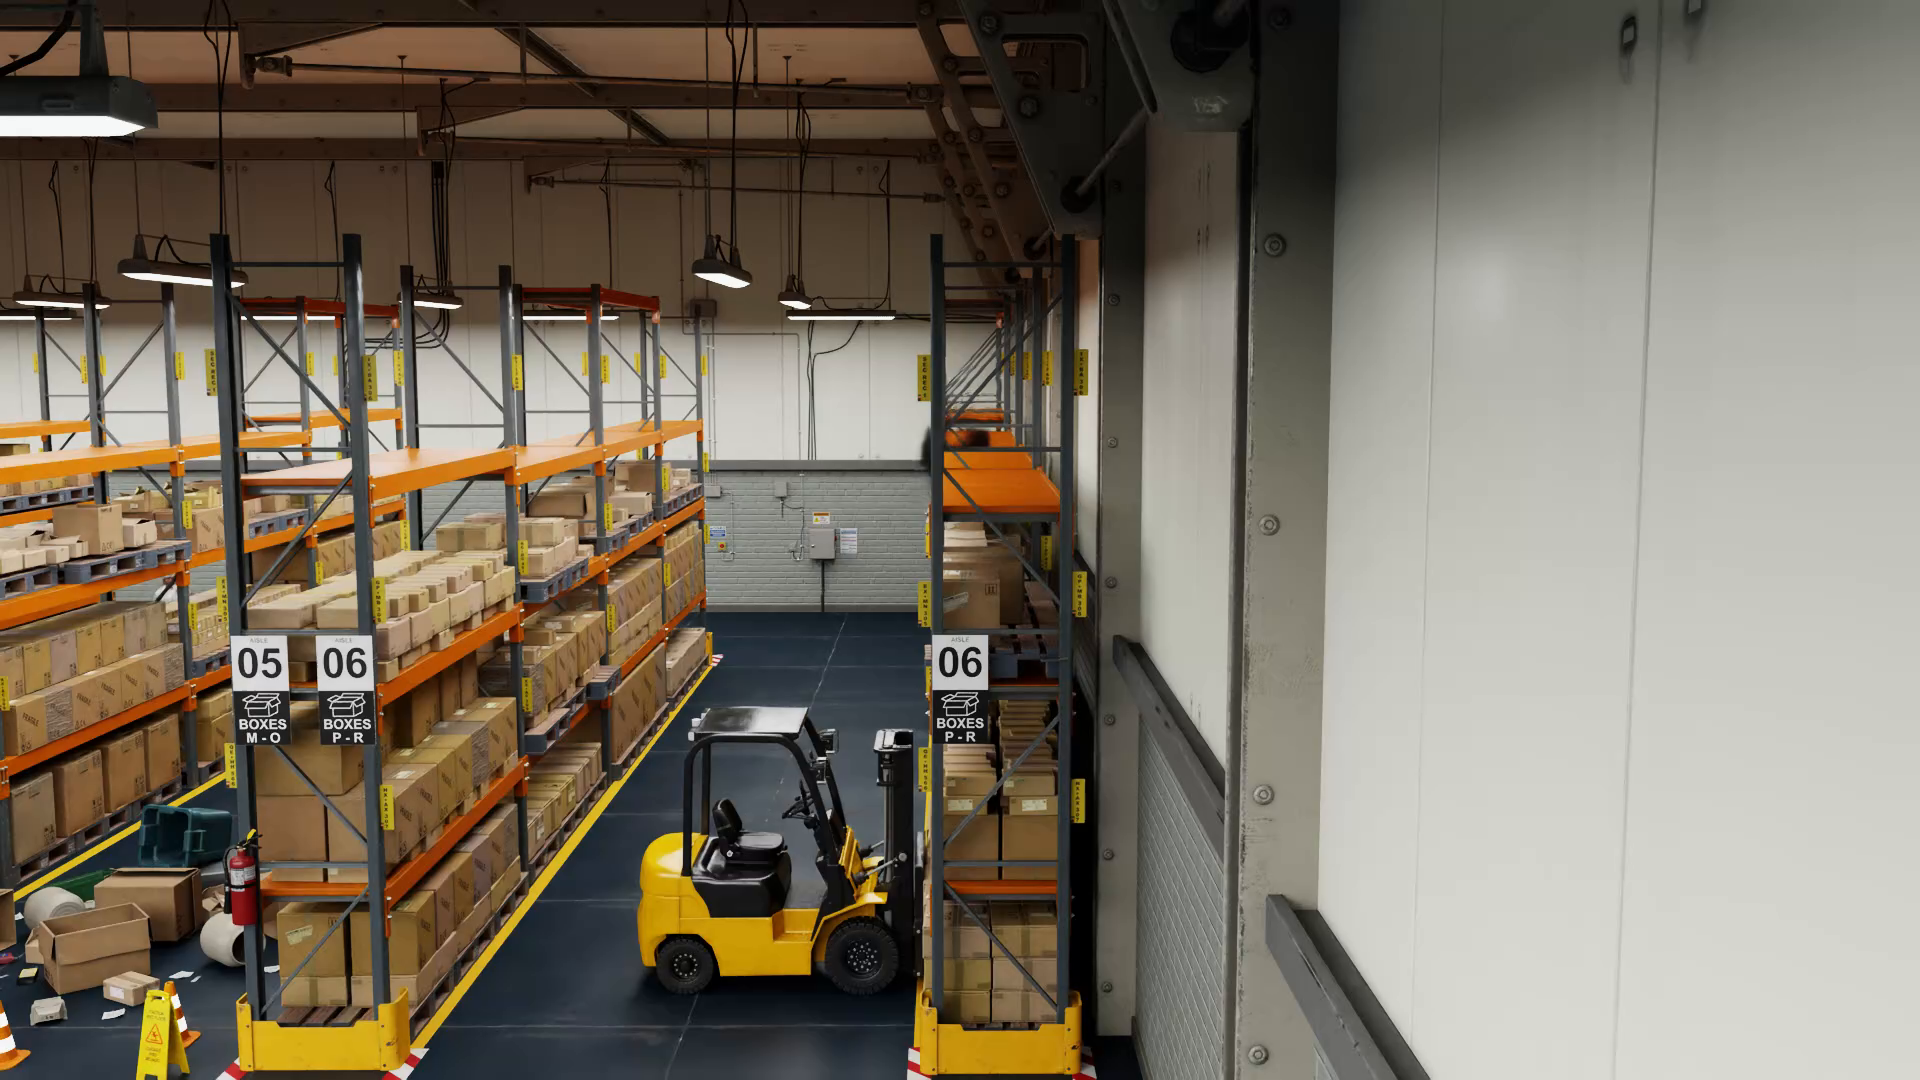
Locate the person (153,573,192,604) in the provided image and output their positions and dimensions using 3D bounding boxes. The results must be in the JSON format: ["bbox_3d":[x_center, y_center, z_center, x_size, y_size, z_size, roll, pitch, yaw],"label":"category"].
[{"bbox_3d":[-12.961,1.315,27.393,0.598,1.678,0.899,-2,7,-14],"label":"person"}]
